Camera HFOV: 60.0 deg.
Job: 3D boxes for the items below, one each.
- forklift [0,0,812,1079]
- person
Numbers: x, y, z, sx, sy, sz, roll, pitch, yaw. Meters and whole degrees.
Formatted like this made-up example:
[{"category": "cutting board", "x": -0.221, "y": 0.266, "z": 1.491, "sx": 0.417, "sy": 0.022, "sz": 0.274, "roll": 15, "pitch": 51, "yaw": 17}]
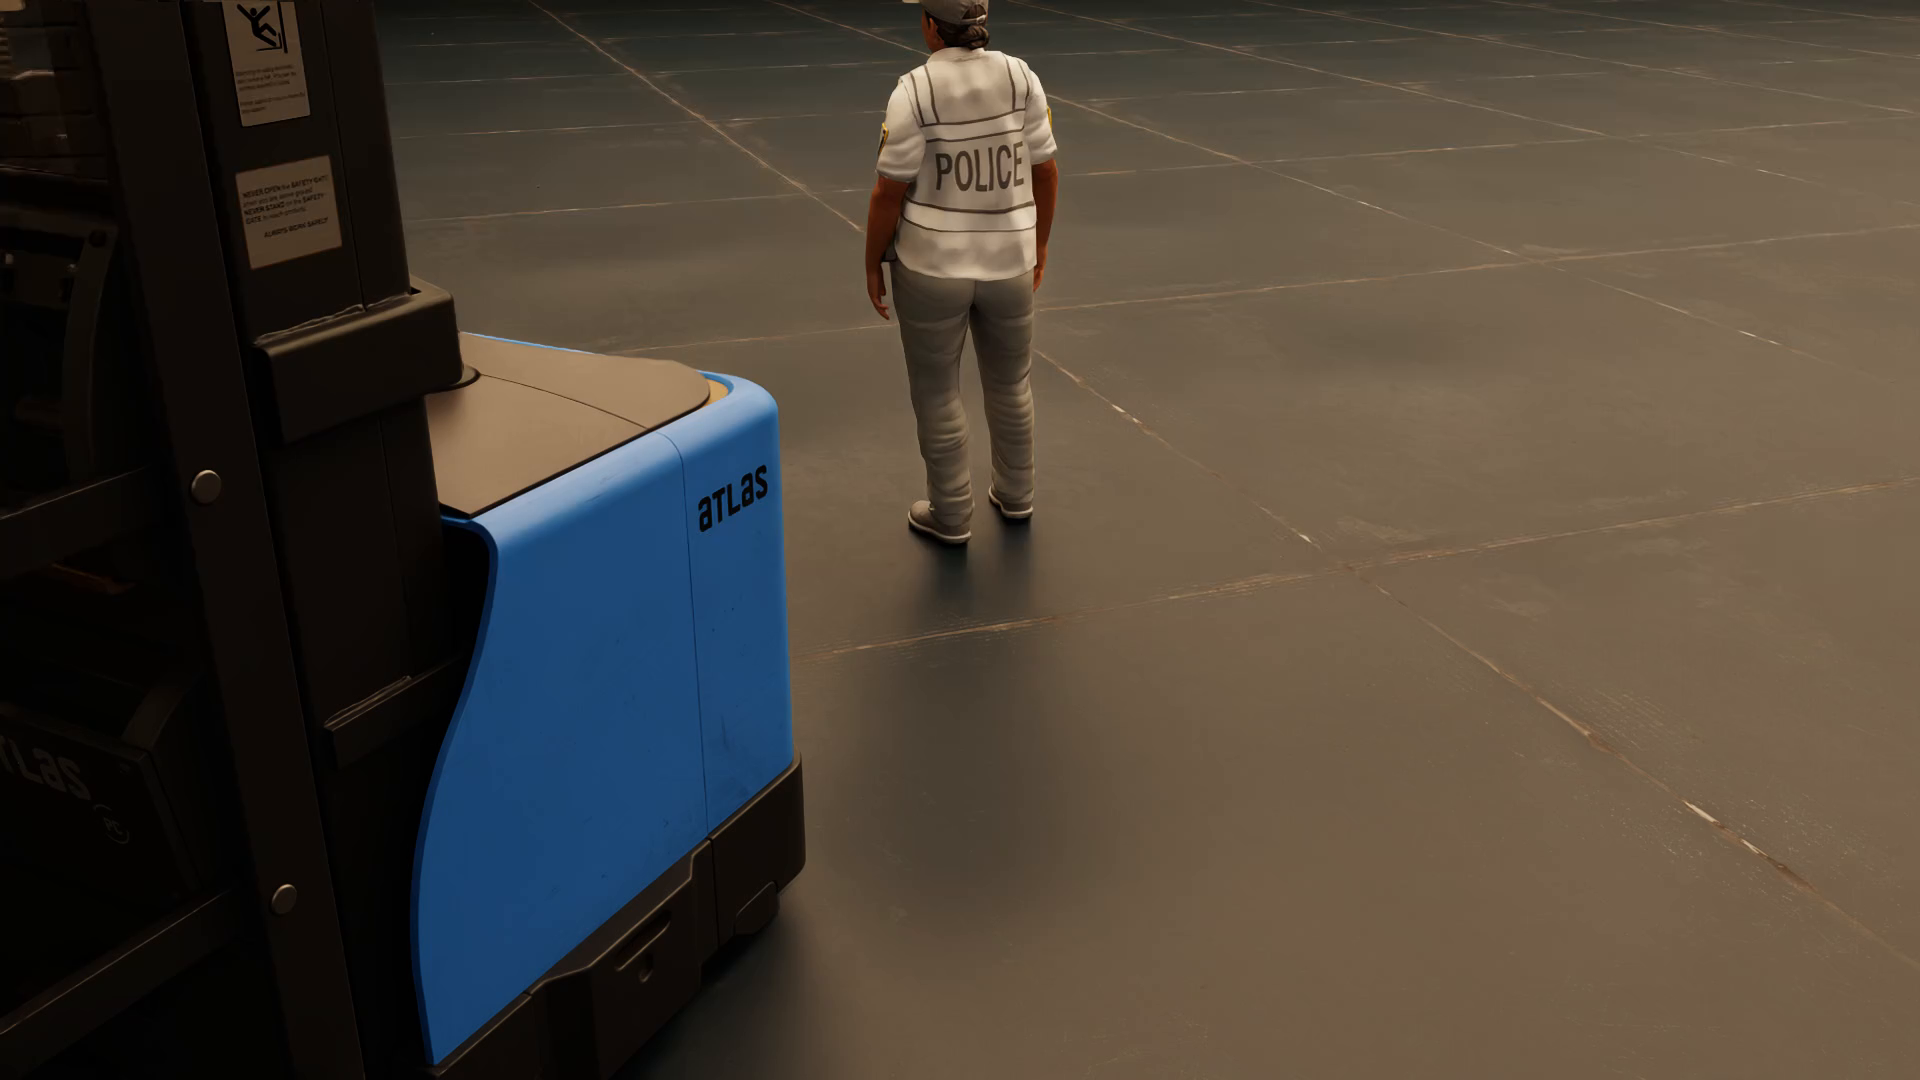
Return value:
[{"category": "forklift", "x": -1.421, "y": -0.234, "z": 1.855, "sx": 1.130, "sy": 2.935, "sz": 3.031, "roll": 11, "pitch": 25, "yaw": 25}, {"category": "person", "x": -0.005, "y": -0.806, "z": 4.827, "sx": 0.599, "sy": 1.669, "sz": 0.529, "roll": -8, "pitch": 24, "yaw": -18}]
